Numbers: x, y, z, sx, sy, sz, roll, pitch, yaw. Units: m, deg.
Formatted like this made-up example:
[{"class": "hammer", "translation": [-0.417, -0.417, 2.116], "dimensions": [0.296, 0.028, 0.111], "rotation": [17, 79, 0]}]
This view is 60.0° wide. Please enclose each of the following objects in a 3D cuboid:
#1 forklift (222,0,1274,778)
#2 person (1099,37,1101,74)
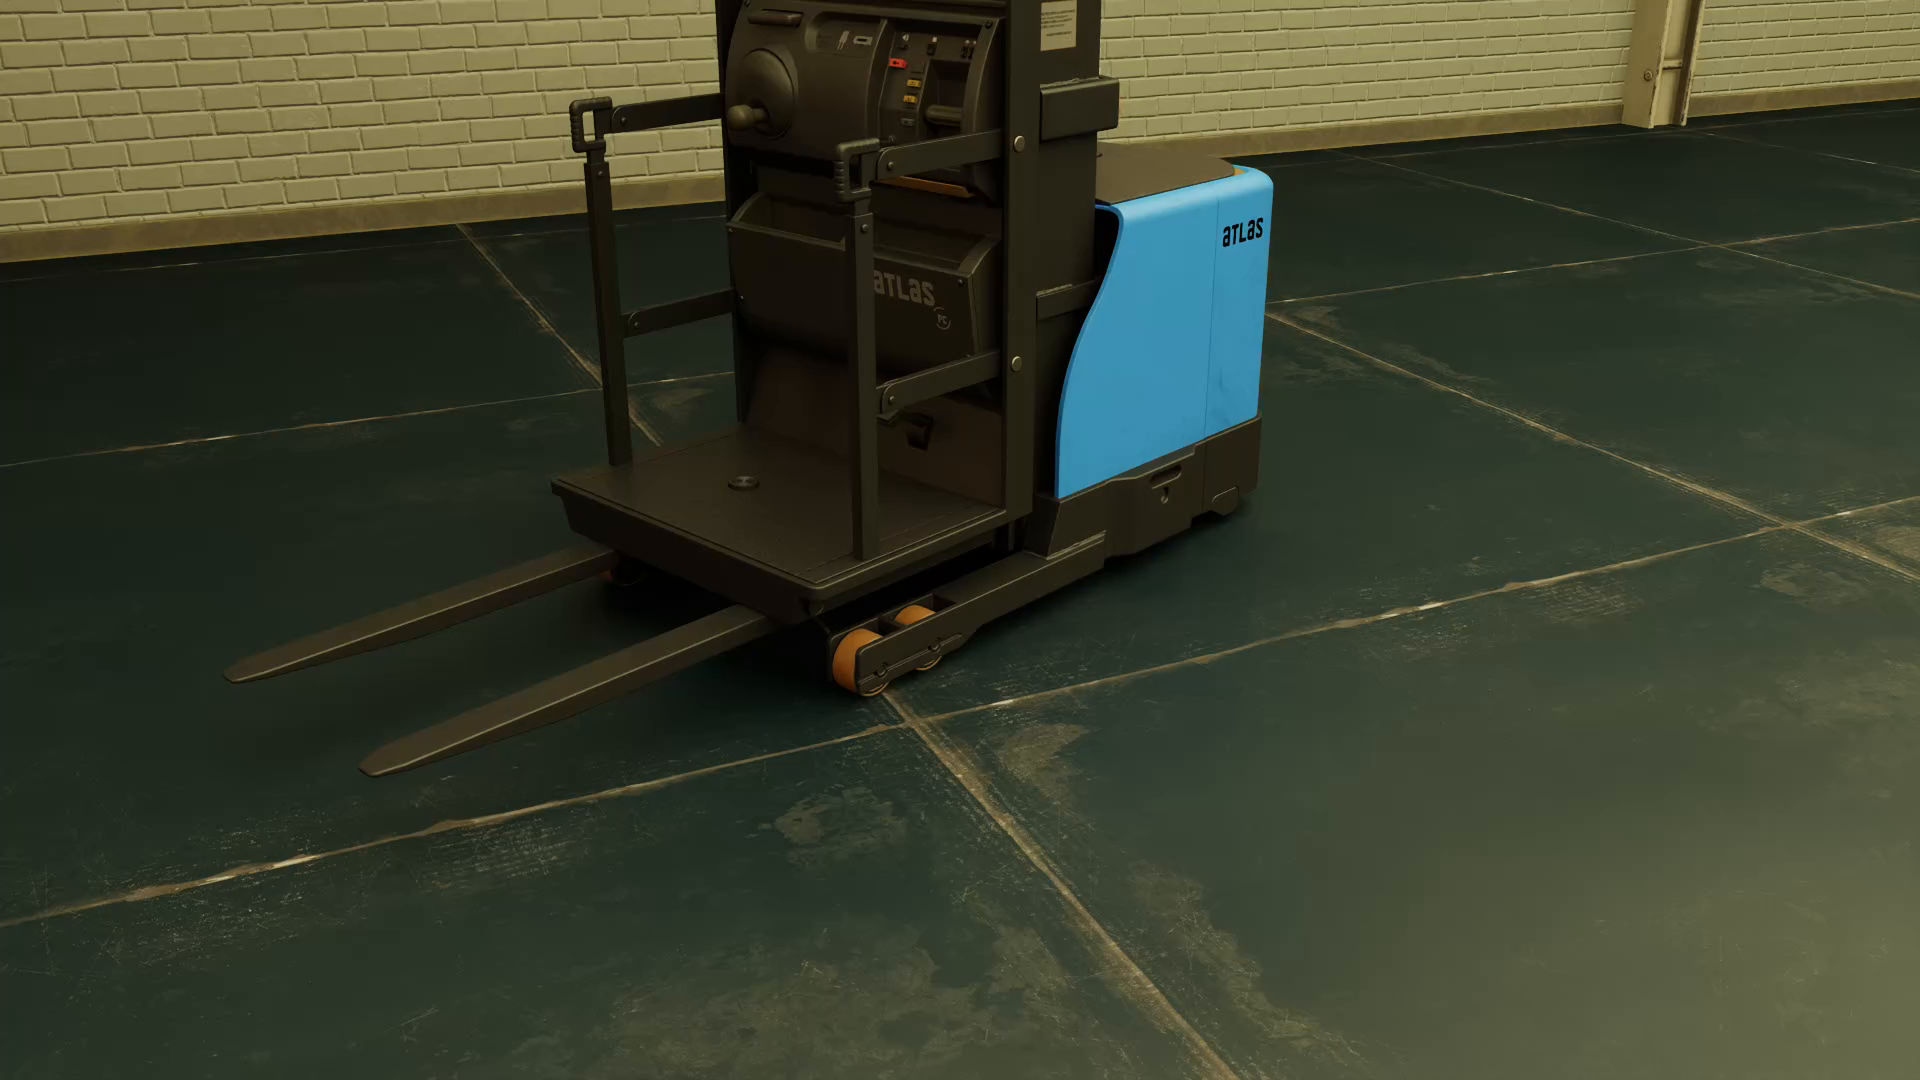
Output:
[{"class": "forklift", "translation": [-0.413, -1.182, 4.131], "dimensions": [1.130, 2.935, 3.031], "rotation": [19, 29, 39]}, {"class": "person", "translation": [0.454, -1.941, 7.616], "dimensions": [0.390, 1.669, 0.481], "rotation": [-1, 23, -1]}]
